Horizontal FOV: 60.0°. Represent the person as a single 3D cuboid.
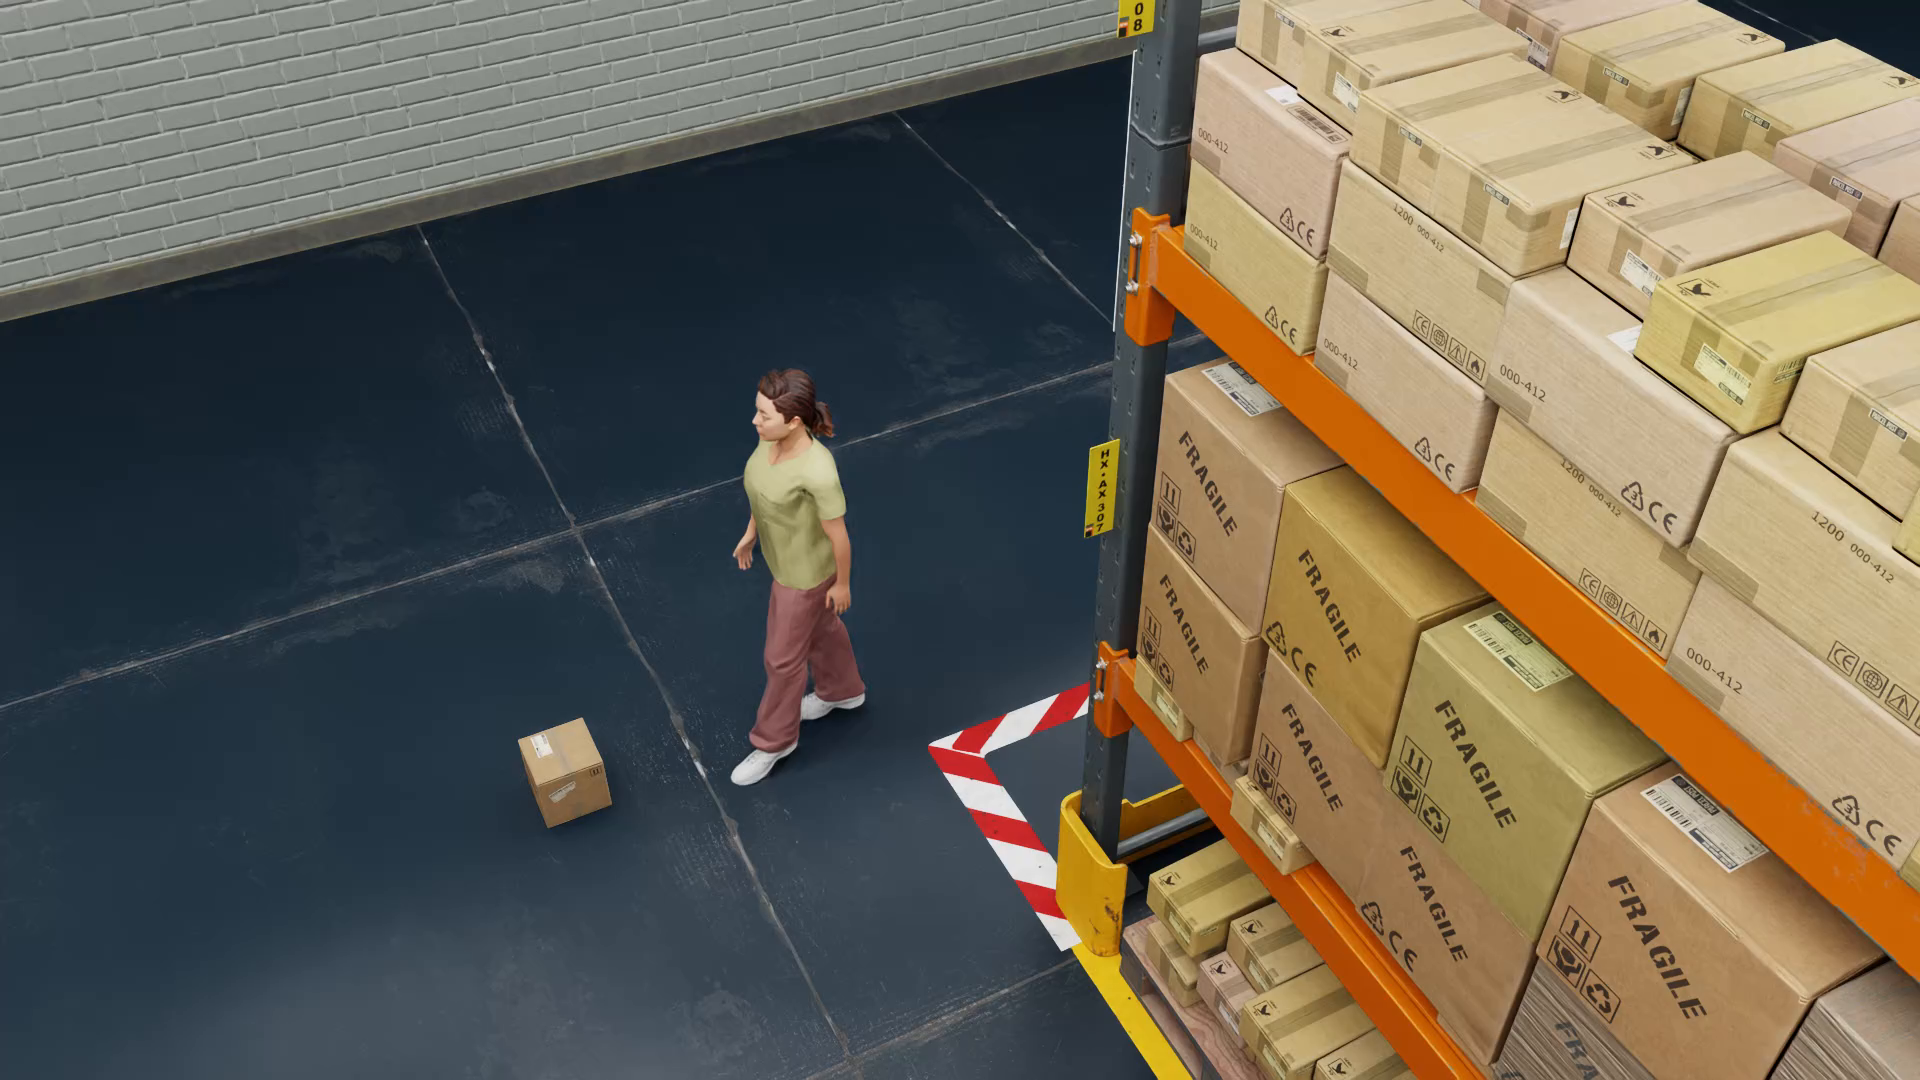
[{"bbox_3d":[-0.668,0.113,6.034,0.630,1.668,0.454,-18,44,-19],"label":"person"}]
